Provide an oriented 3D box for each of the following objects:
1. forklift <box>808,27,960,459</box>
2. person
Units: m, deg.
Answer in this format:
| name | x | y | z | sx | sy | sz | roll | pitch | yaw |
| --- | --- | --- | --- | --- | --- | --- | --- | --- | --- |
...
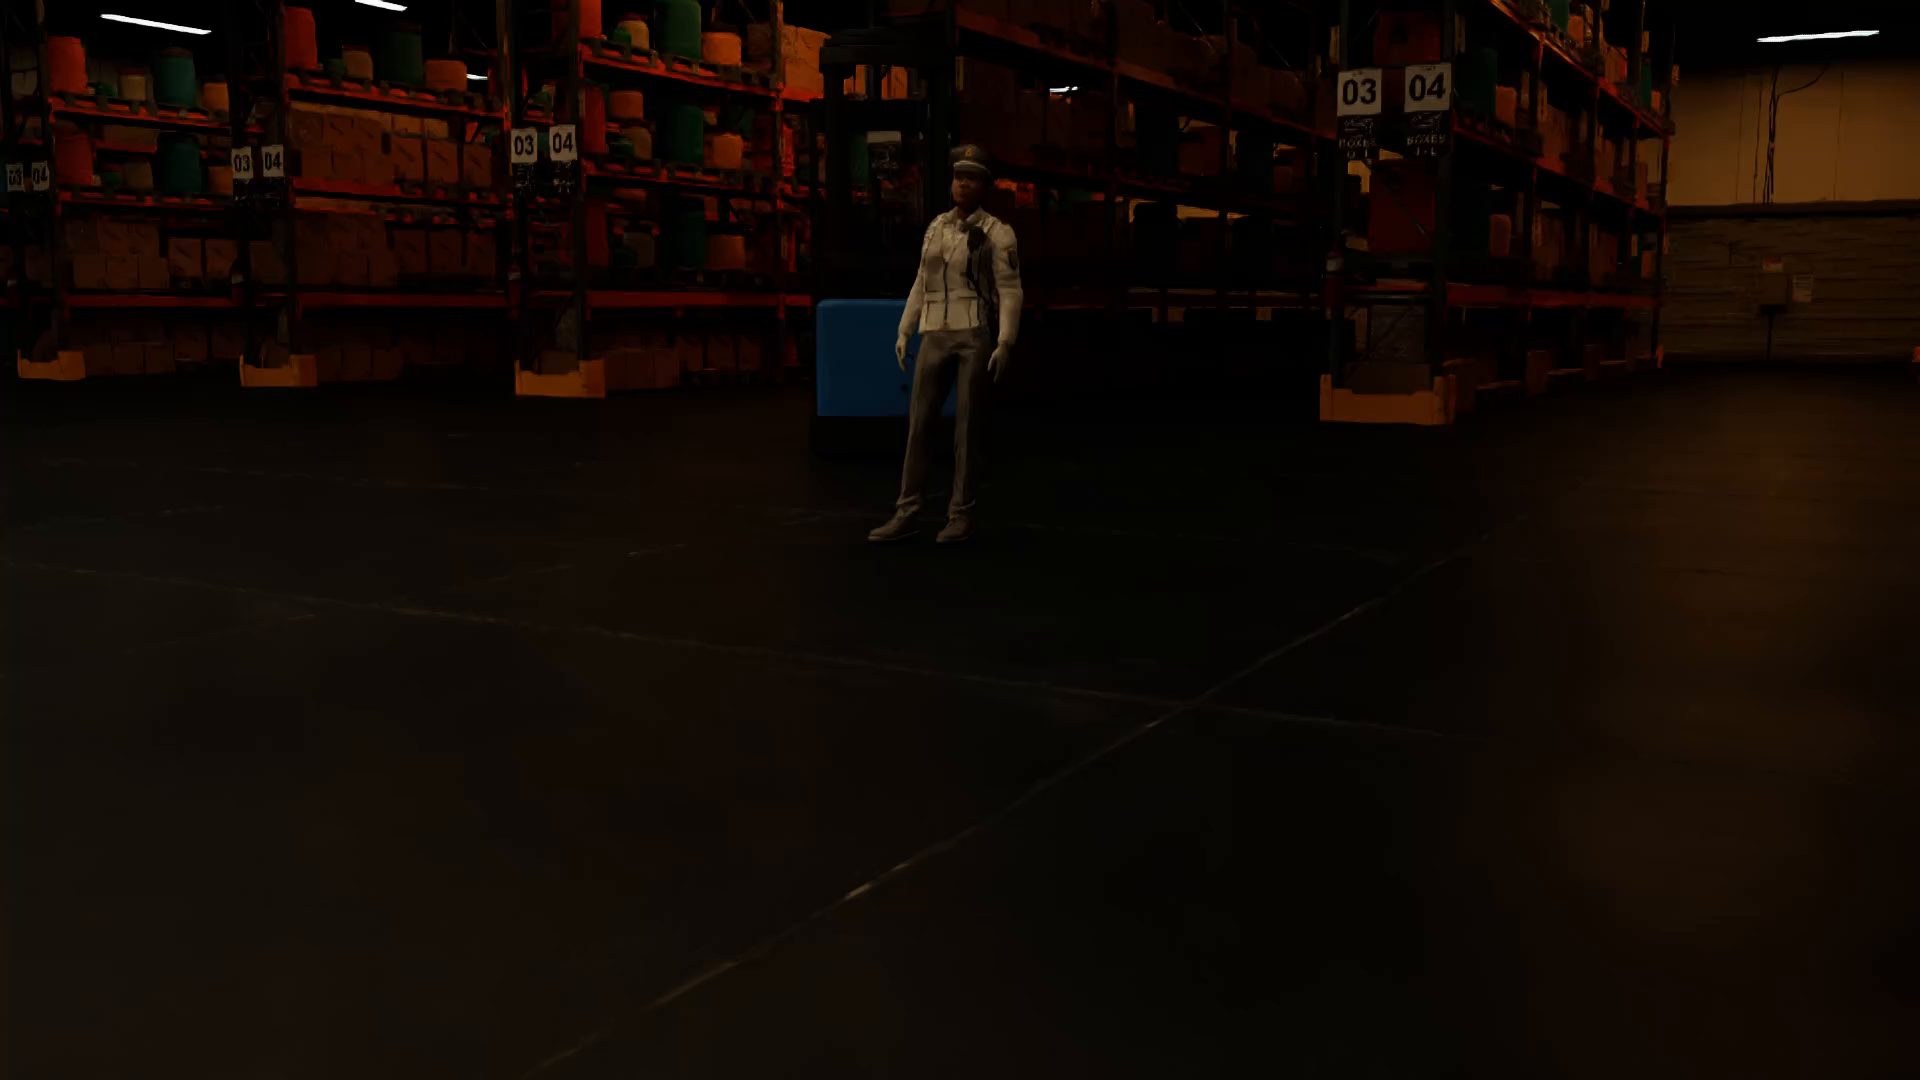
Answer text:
| name | x | y | z | sx | sy | sz | roll | pitch | yaw |
| --- | --- | --- | --- | --- | --- | --- | --- | --- | --- |
| forklift | -0.566 | -2.168 | 12.304 | 1.130 | 2.935 | 3.031 | -1 | 8 | -5 |
| person | -0.039 | -0.839 | 7.142 | 0.586 | 1.695 | 0.532 | 4 | 9 | 29 |
